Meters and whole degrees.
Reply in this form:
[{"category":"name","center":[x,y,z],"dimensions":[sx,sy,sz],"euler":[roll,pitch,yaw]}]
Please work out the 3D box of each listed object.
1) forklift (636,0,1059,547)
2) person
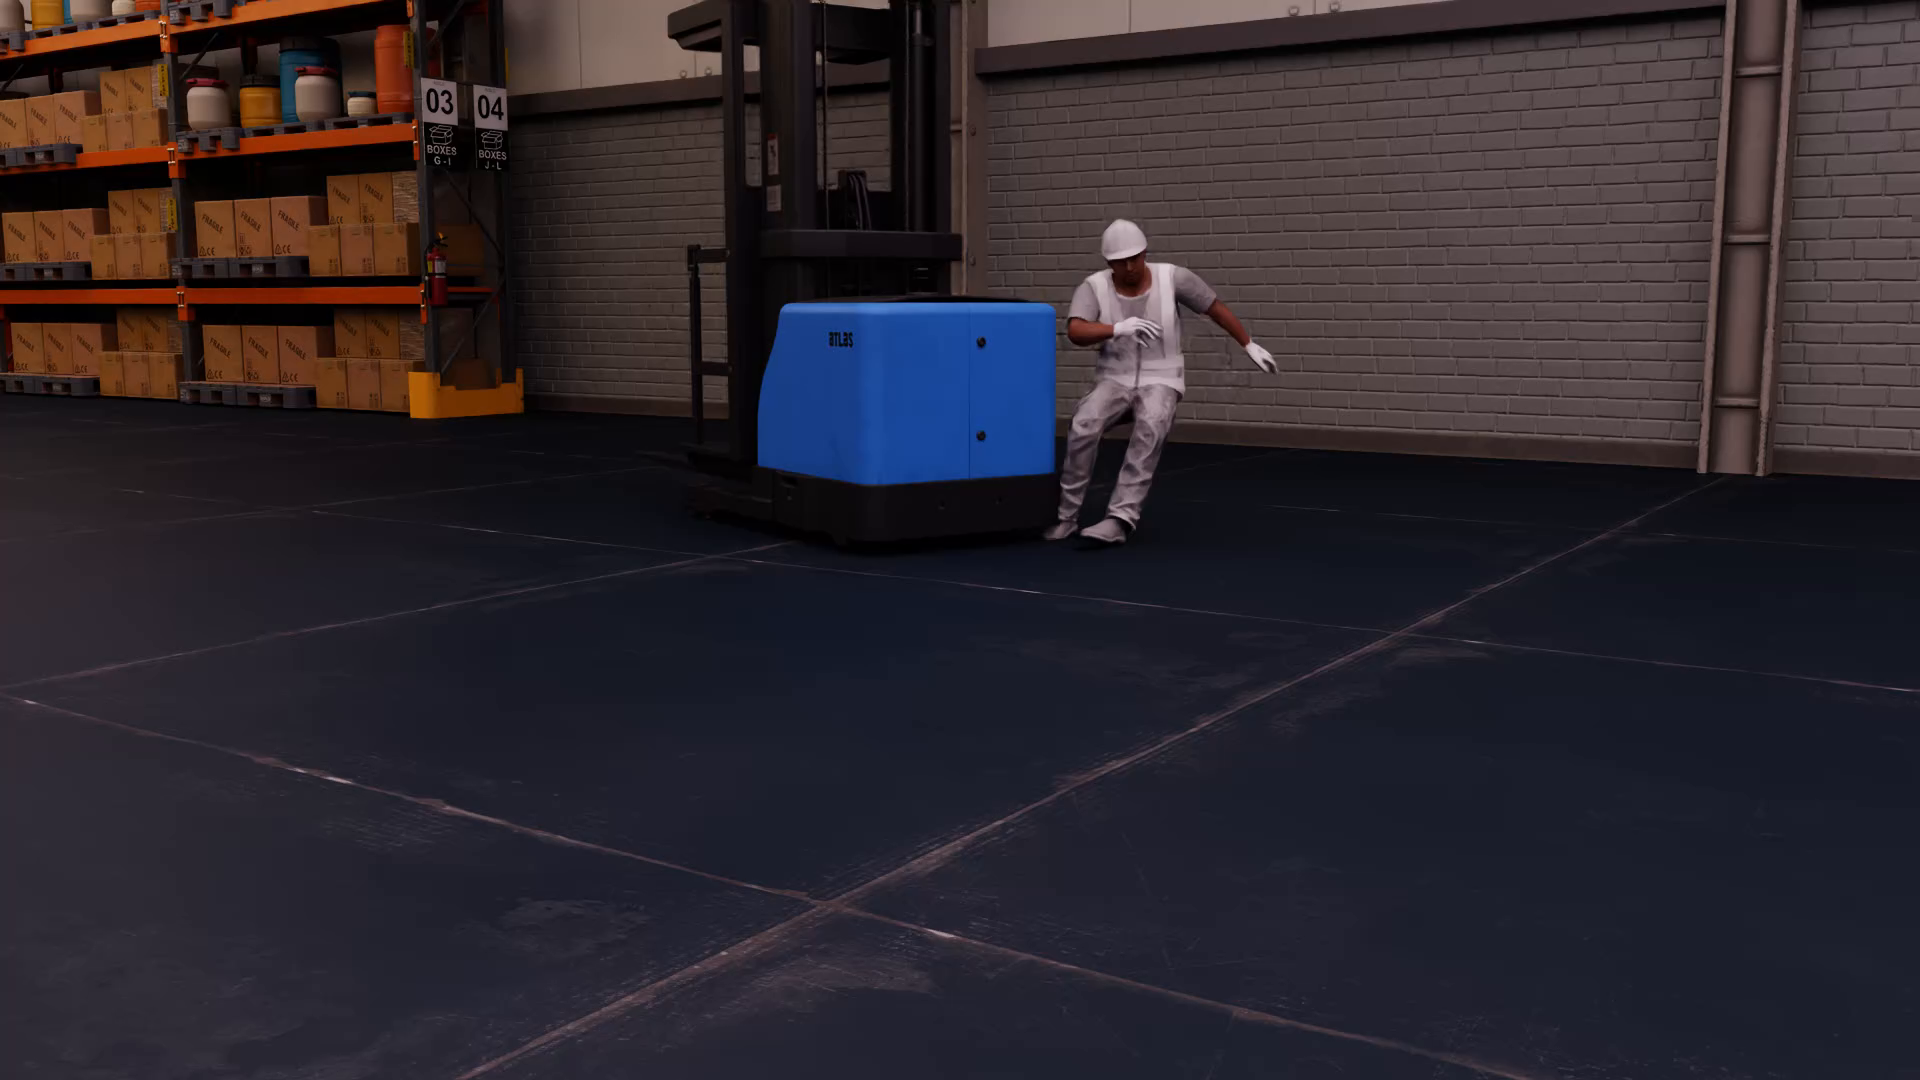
[{"category":"forklift","center":[-0.771,-1.586,8.347],"dimensions":[1.130,2.935,3.031],"euler":[-5,10,-32]},{"category":"person","center":[0.908,-0.710,7.603],"dimensions":[1.101,1.500,0.958],"euler":[1,8,9]}]
